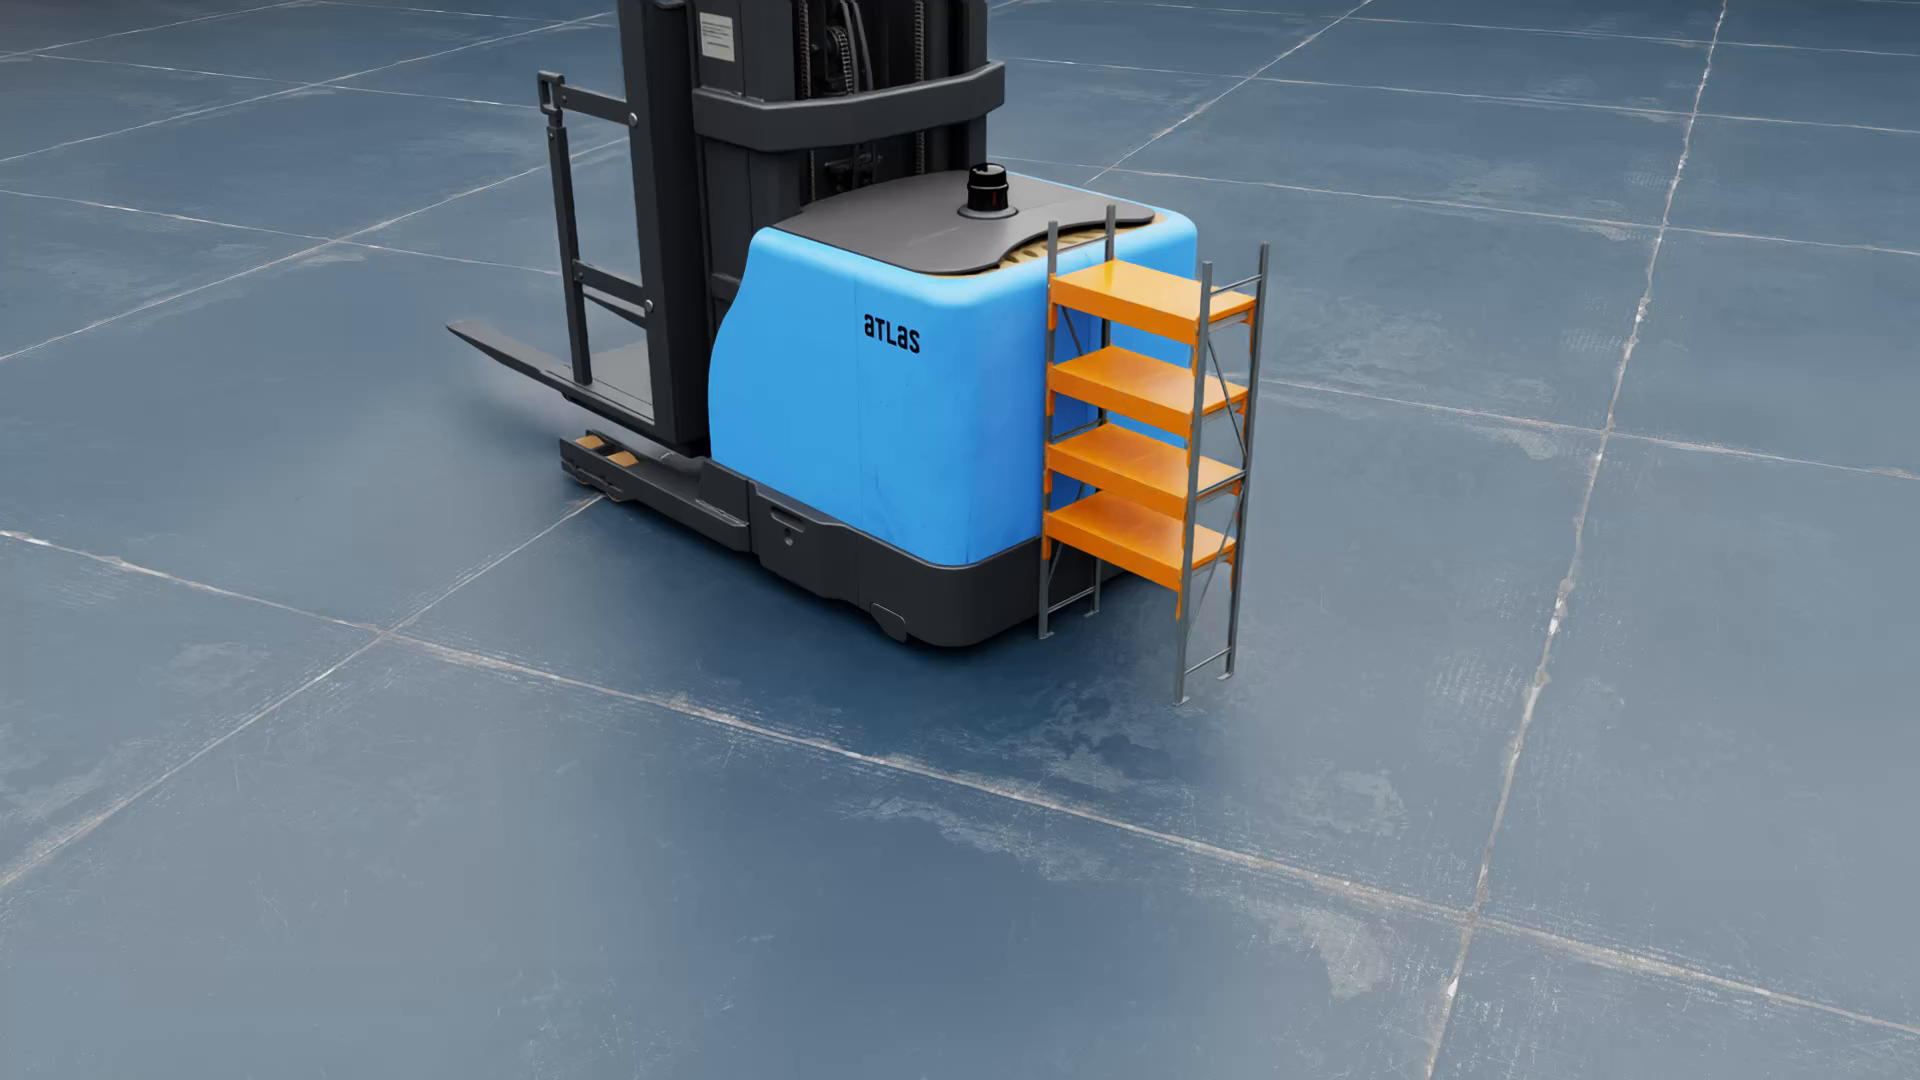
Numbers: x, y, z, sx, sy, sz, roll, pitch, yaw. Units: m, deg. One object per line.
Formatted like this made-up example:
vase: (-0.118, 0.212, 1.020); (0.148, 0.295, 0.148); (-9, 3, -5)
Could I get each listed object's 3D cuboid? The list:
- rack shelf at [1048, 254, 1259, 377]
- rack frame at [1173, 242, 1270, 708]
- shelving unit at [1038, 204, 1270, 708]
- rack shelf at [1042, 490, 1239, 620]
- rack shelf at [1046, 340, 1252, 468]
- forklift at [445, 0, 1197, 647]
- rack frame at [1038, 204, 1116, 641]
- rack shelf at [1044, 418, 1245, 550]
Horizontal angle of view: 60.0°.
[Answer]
rack shelf: (0.481, -0.568, 4.155); (0.258, 0.148, 0.480); (-23, 34, -39)
rack frame: (0.651, -0.138, 4.171); (0.240, 1.200, 0.015); (-23, 34, -39)
shelving unit: (0.481, -0.215, 4.329); (0.258, 1.200, 0.503); (-23, 34, -39)
rack shelf: (0.481, 0.023, 4.446); (0.258, 0.148, 0.480); (-23, 34, -39)
rack shelf: (0.481, -0.356, 4.260); (0.258, 0.148, 0.480); (-23, 34, -39)
forklift: (-0.703, -1.580, 5.141); (1.130, 2.935, 3.031); (-23, 35, -39)
rack frame: (0.312, -0.293, 4.486); (0.240, 1.200, 0.015); (-23, 34, -39)
rack shelf: (0.481, -0.155, 4.359); (0.258, 0.148, 0.480); (-23, 34, -39)
